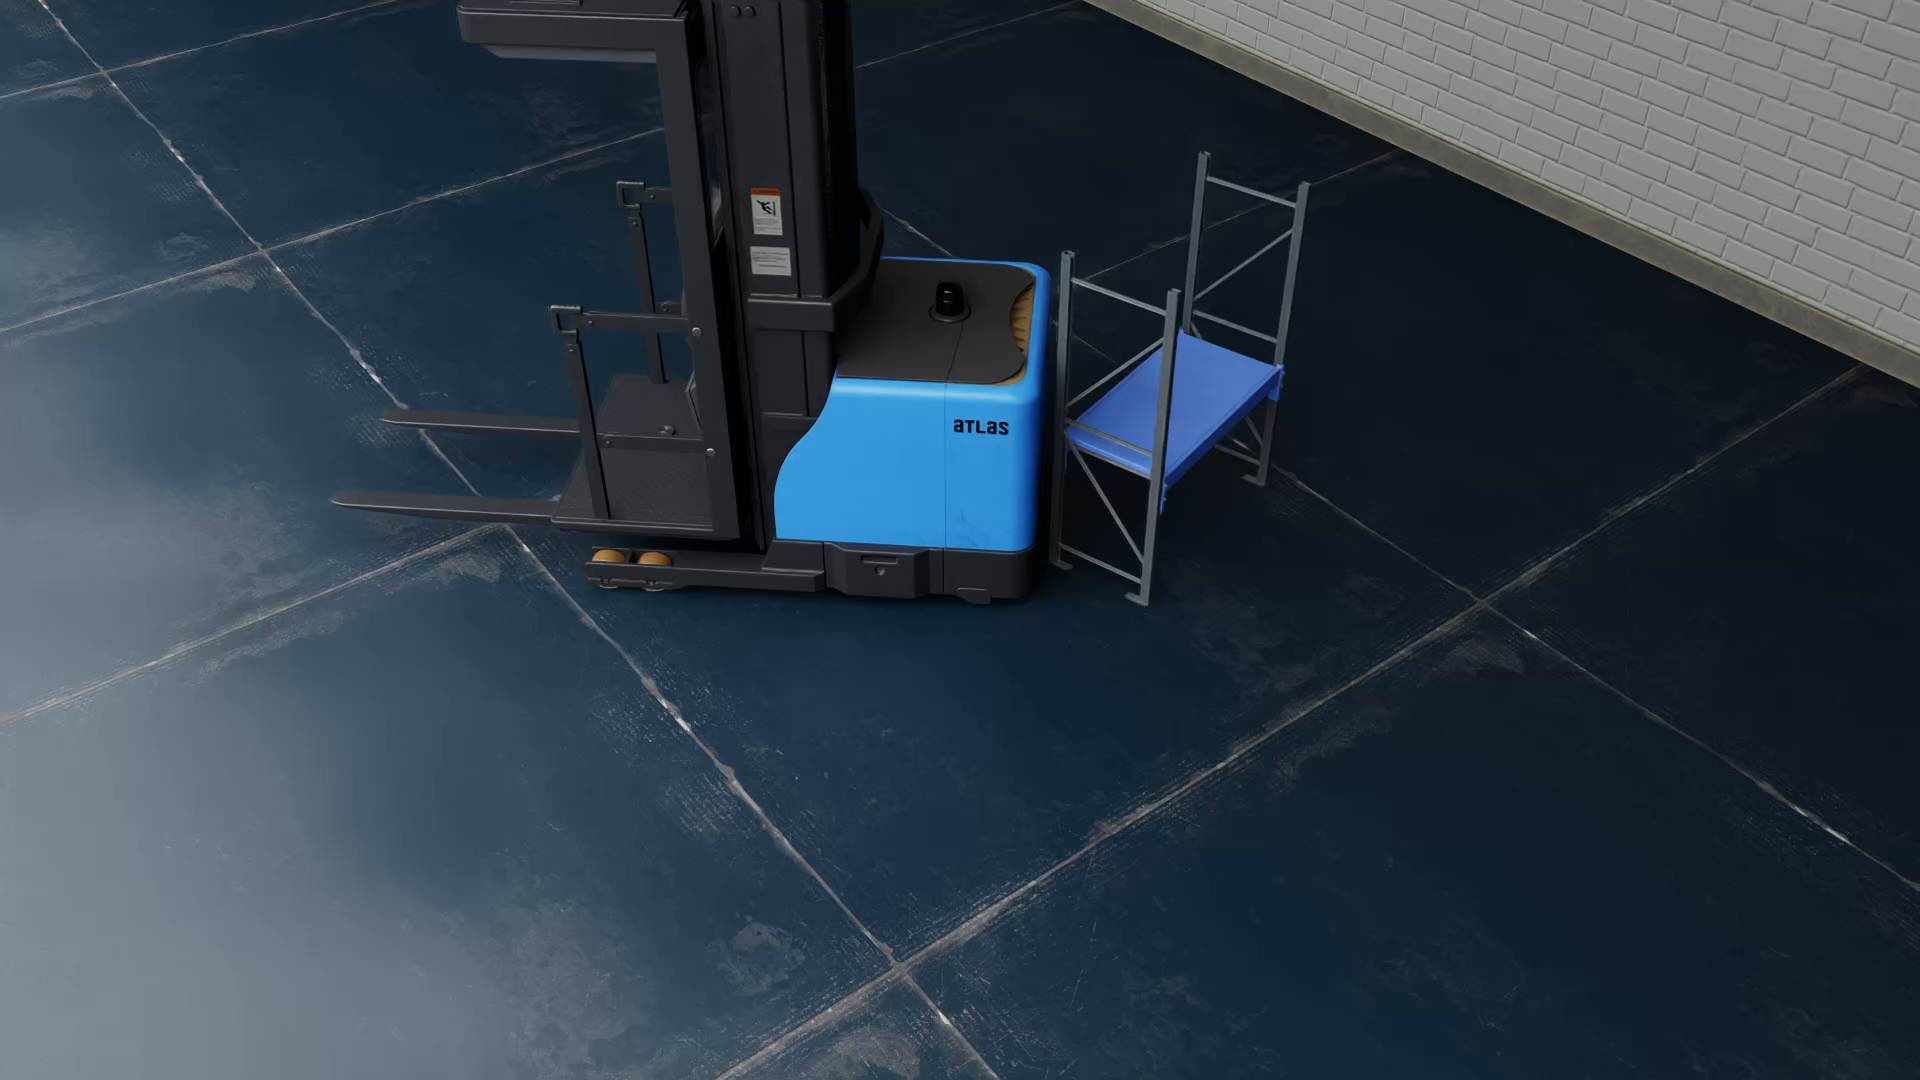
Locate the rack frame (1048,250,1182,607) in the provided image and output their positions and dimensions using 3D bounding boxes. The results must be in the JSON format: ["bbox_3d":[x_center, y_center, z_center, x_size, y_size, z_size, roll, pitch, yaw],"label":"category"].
[{"bbox_3d":[0.588,-0.402,6.557,0.500,1.500,0.032,25,45,27],"label":"rack frame"}]

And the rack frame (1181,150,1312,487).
[{"bbox_3d":[1.190,-0.922,7.191,0.500,1.500,0.032,25,45,27],"label":"rack frame"}]

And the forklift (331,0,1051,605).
[{"bbox_3d":[-1.151,-1.247,6.460,3.031,2.935,1.130,3,39,4],"label":"forklift"}]

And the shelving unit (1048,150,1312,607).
[{"bbox_3d":[0.889,-0.662,6.874,0.538,1.500,1.048,25,45,27],"label":"shelving unit"}]

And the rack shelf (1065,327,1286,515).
[{"bbox_3d":[0.889,-0.523,6.988,0.538,0.185,1.000,25,45,27],"label":"rack shelf"}]
